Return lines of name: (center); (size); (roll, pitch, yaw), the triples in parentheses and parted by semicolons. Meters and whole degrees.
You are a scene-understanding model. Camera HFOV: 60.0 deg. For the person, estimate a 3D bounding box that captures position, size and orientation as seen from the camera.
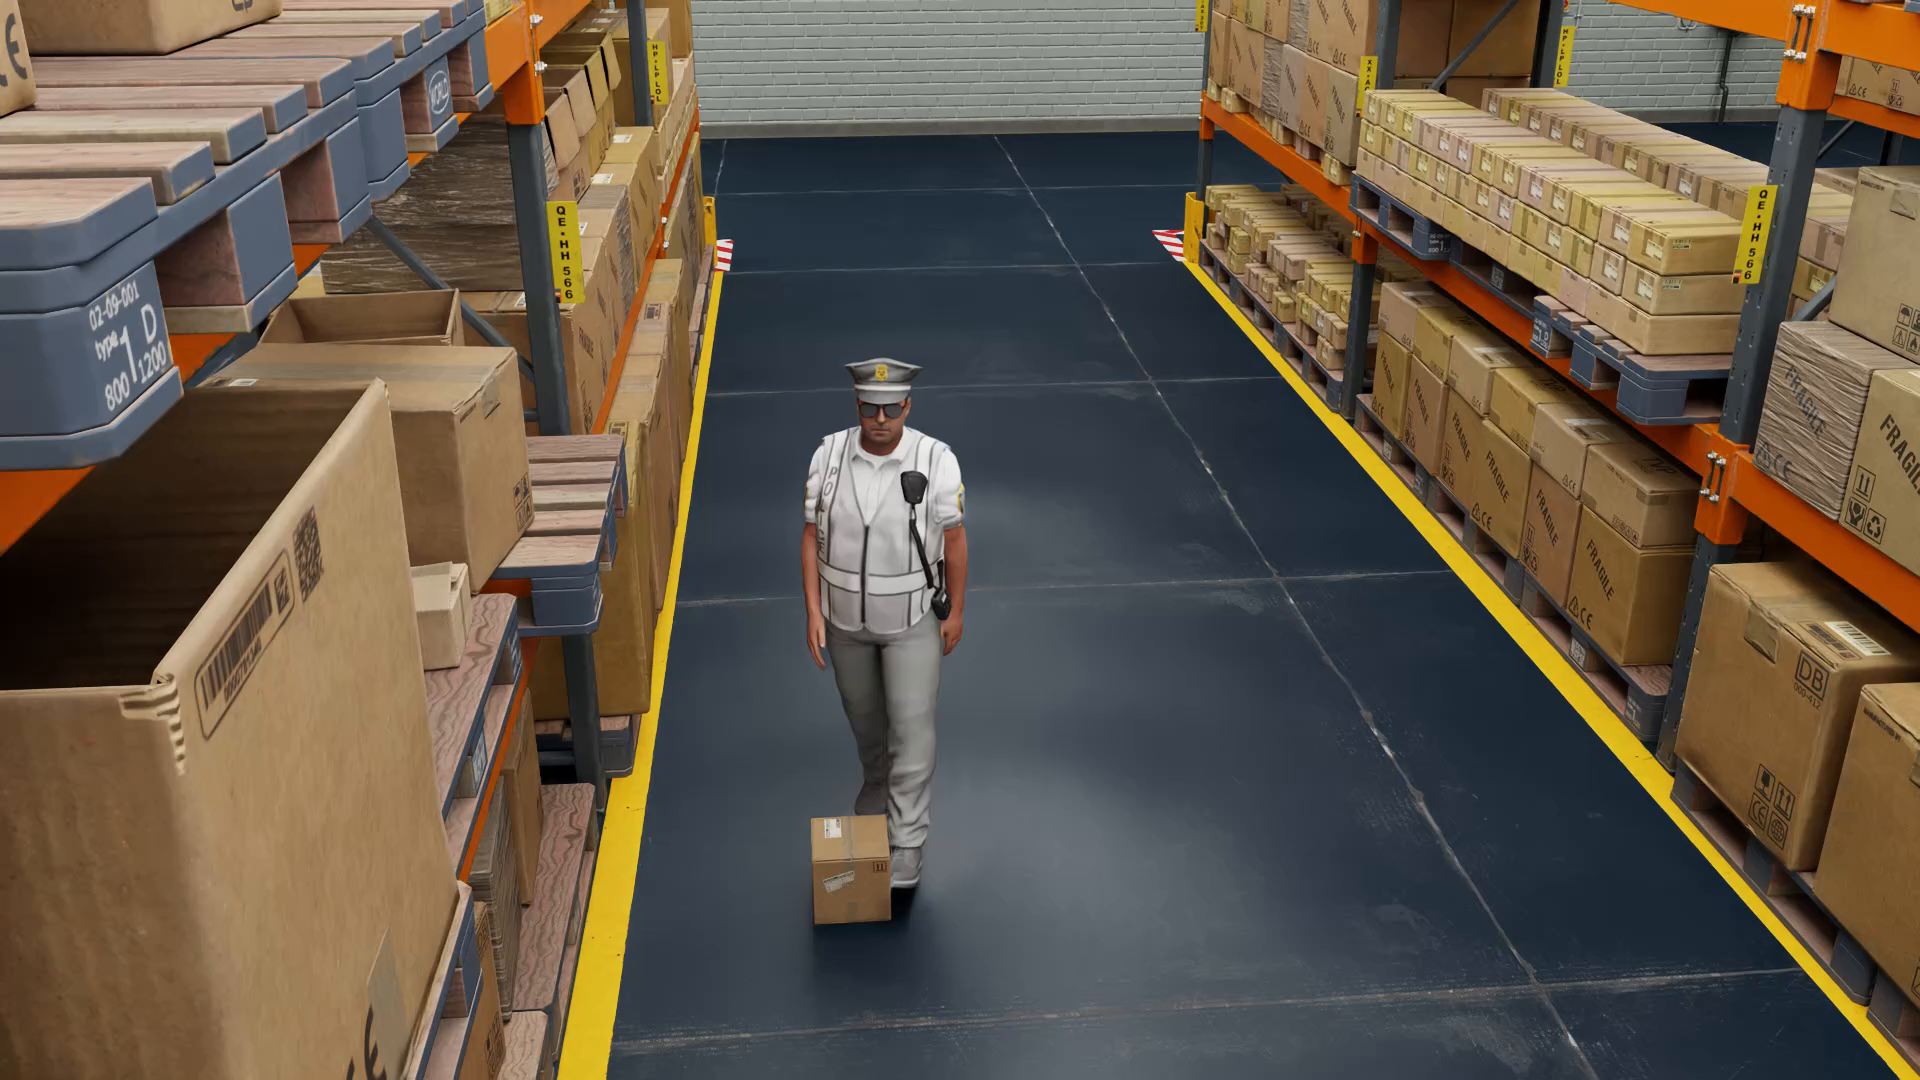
person: (-0.280, 0.261, 5.485); (0.537, 1.754, 0.776); (6, 24, 13)
